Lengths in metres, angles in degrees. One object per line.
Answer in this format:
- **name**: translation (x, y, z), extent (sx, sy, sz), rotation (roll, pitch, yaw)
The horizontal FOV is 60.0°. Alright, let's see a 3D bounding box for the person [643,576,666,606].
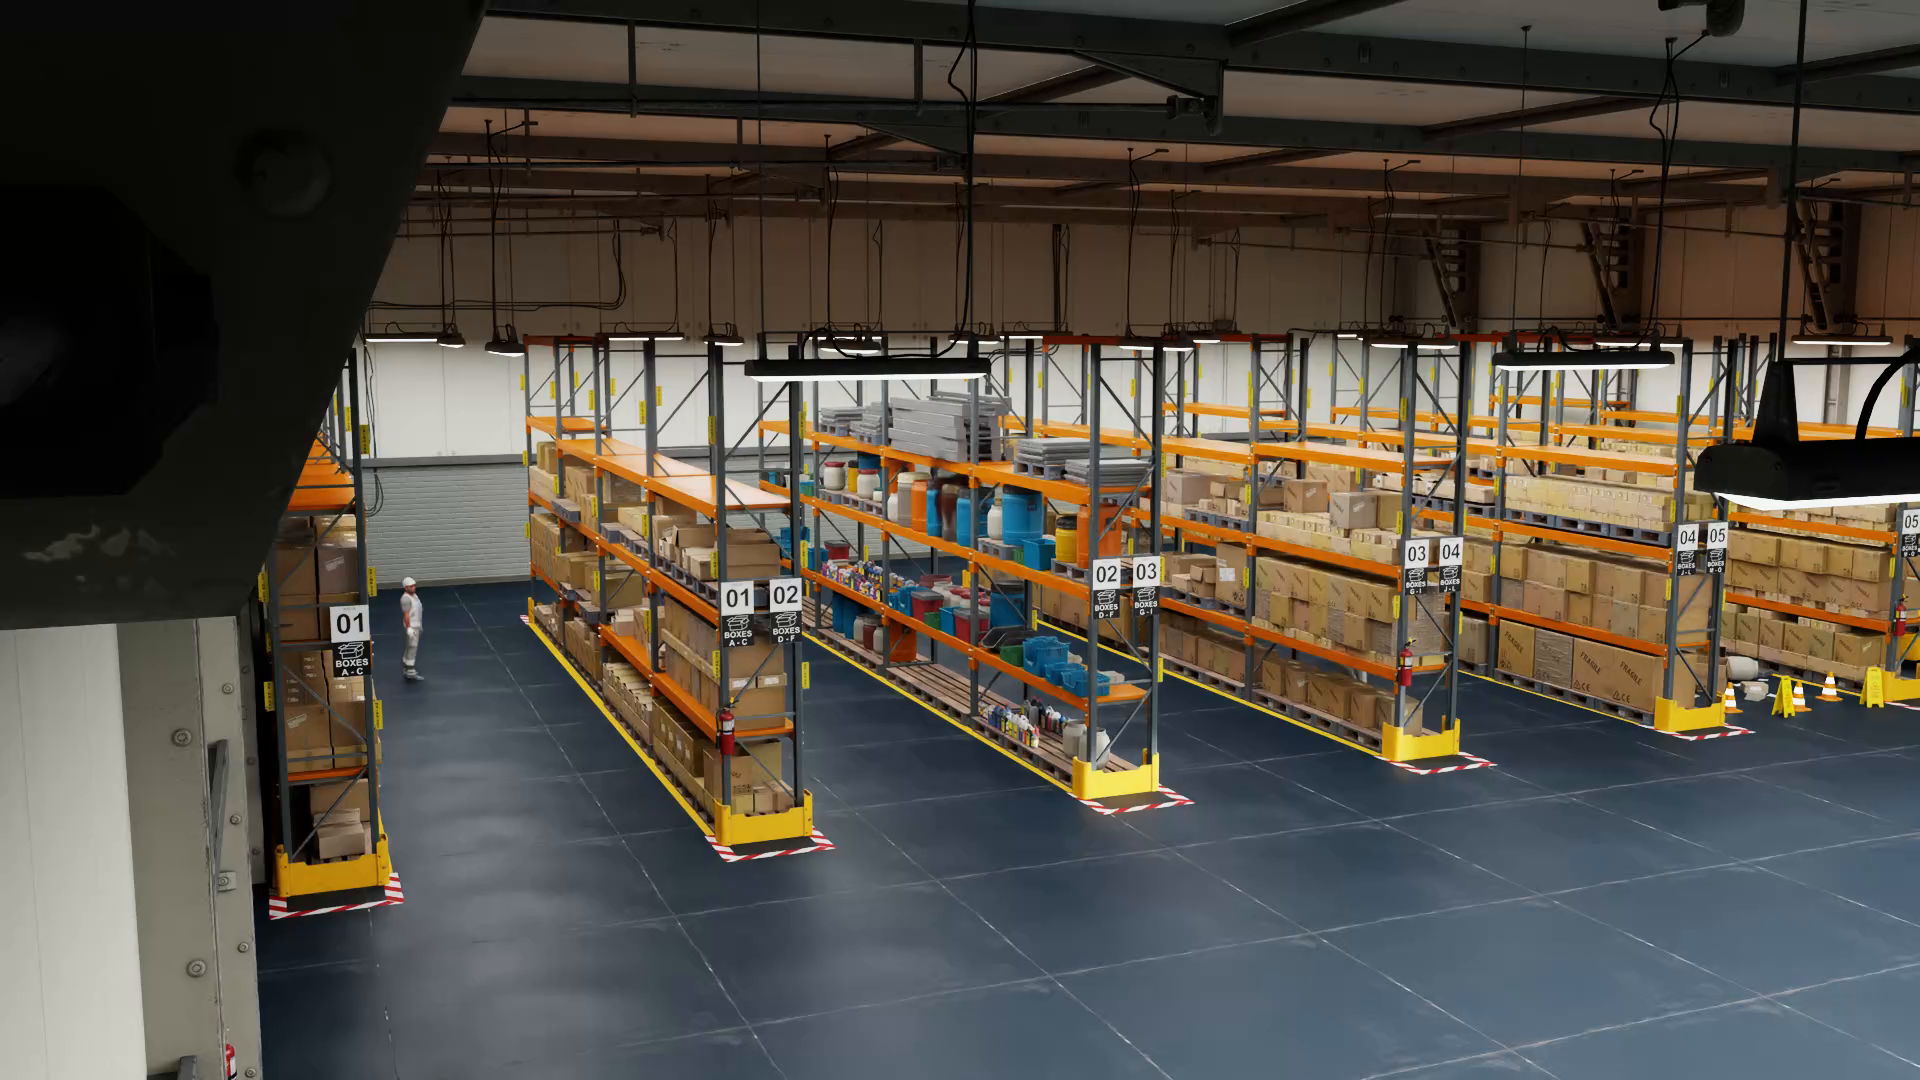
- **person**: translation (-6.028, 1.170, 32.912), extent (0.487, 1.599, 0.929), rotation (-2, 8, -16)

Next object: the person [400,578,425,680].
- **person**: translation (-9.652, 1.560, 29.295), extent (0.373, 1.805, 0.614), rotation (-2, 8, -15)

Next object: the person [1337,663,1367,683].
- **person**: translation (6.703, 1.719, 28.153), extent (0.663, 1.770, 0.509), rotation (6, 10, 37)
